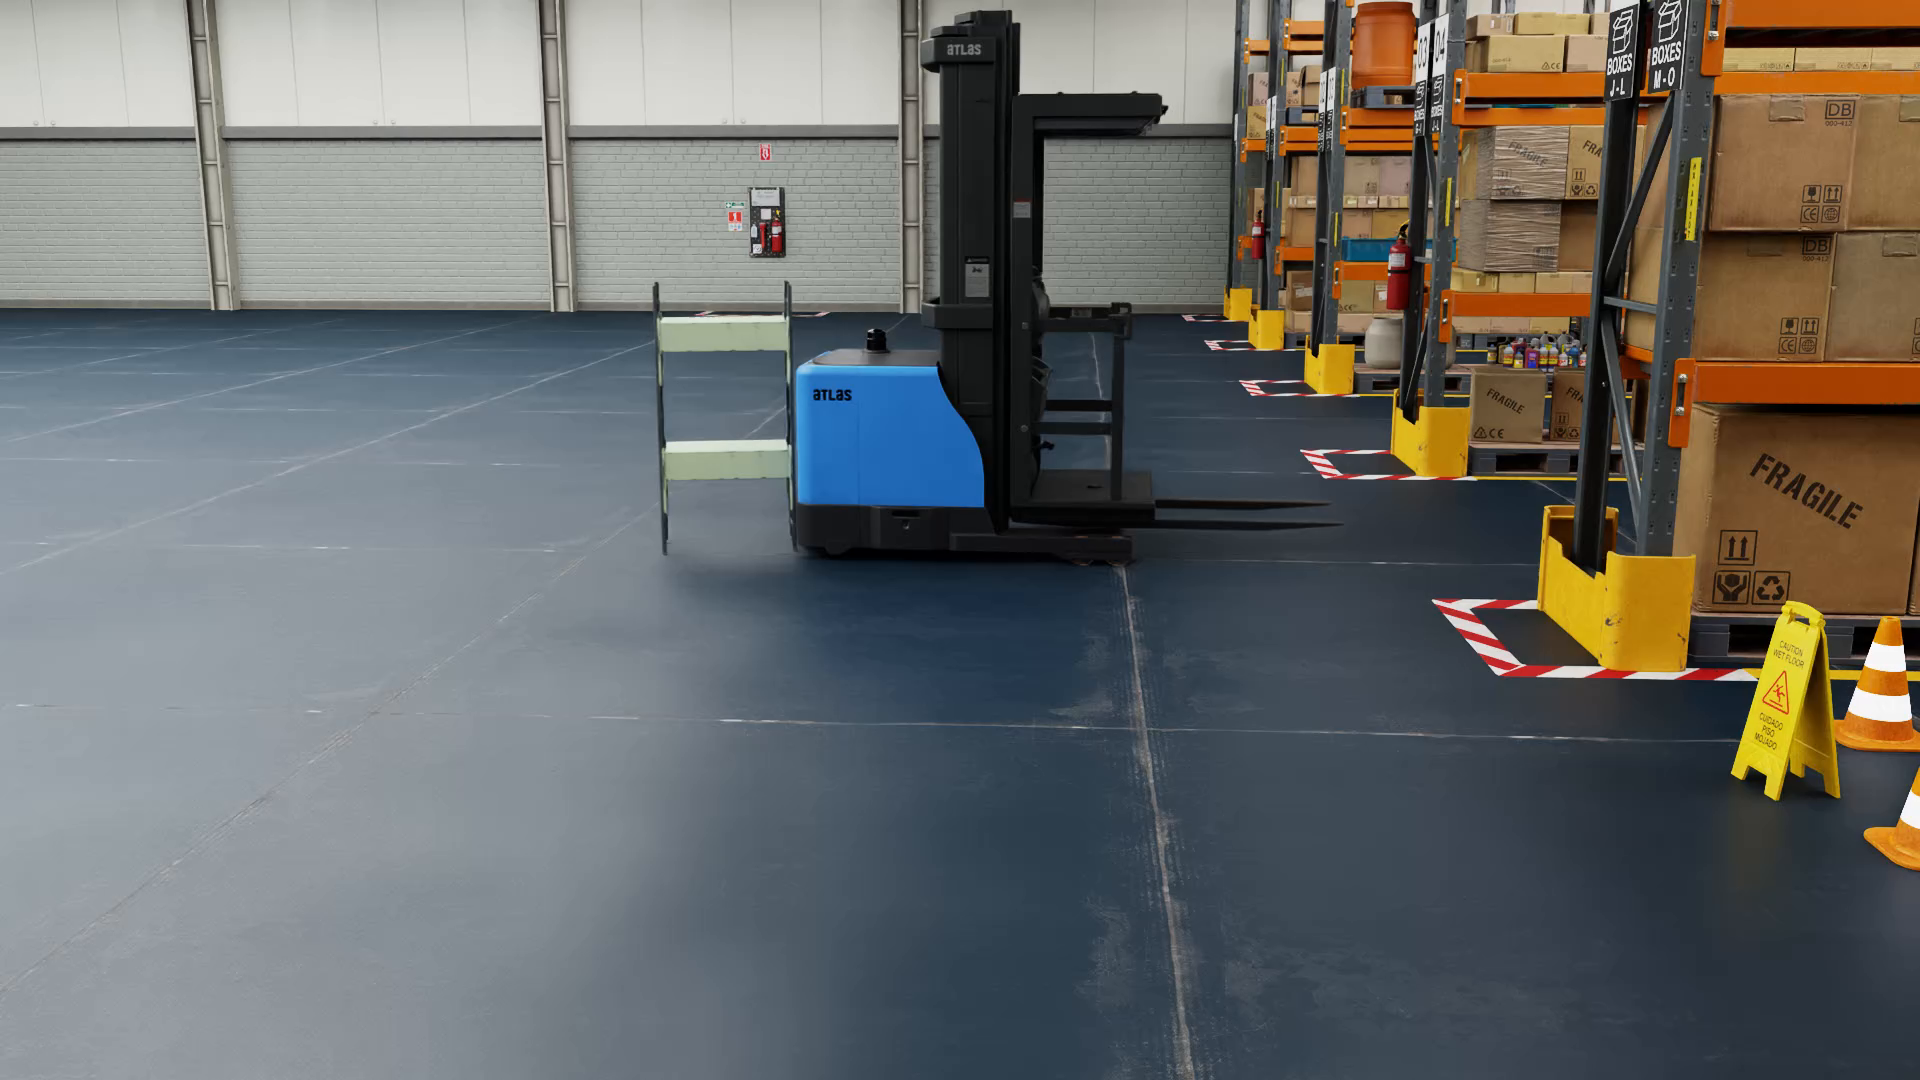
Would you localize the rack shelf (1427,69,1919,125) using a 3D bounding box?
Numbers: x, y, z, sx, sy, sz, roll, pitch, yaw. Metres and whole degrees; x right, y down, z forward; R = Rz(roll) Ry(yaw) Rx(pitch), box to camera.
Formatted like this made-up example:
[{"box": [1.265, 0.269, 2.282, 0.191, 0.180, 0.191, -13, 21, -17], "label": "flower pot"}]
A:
[{"box": [5.425, -3.126, 11.817, 4.000, 0.370, 1.077, 1, 12, 4], "label": "rack shelf"}]

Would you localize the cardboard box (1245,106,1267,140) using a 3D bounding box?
[{"box": [4.740, -6.544, 26.109, 0.500, 0.500, 0.500, 1, 12, 5], "label": "cardboard box"}]

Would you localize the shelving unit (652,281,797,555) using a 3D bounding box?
[{"box": [-1.332, -0.702, 9.459, 0.755, 1.500, 0.431, -2, 12, -8], "label": "shelving unit"}]

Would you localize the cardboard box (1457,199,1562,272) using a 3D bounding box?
[{"box": [3.977, -2.219, 12.078, 0.500, 0.500, 0.875, 1, 12, 4], "label": "cardboard box"}]

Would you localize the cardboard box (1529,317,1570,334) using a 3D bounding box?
[{"box": [7.609, -2.828, 21.650, 0.500, 0.250, 0.500, 1, 12, 4], "label": "cardboard box"}]

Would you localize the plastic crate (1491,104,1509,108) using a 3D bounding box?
[{"box": [5.684, -4.545, 16.882, 0.575, 0.384, 0.392, 1, 12, 4], "label": "plastic crate"}]

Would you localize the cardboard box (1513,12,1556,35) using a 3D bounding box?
[{"box": [3.941, -3.553, 11.494, 0.250, 0.149, 0.380, 1, 12, 5], "label": "cardboard box"}]

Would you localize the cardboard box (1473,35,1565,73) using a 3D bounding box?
[{"box": [3.893, -3.373, 11.606, 0.500, 0.250, 0.500, 1, 12, 5], "label": "cardboard box"}]

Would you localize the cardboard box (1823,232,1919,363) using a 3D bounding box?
[{"box": [3.921, -1.100, 7.334, 0.550, 0.550, 0.875, 1, 12, 4], "label": "cardboard box"}]

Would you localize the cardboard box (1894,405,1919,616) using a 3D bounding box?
[{"box": [4.557, -0.184, 7.483, 0.875, 0.875, 0.875, 1, 12, 3], "label": "cardboard box"}]

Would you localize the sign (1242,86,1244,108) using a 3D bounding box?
[{"box": [4.387, -6.858, 25.768, 0.005, 0.325, 0.100, 1, 12, 4], "label": "sign"}]

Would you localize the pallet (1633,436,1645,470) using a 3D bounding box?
[{"box": [5.528, -0.636, 12.292, 1.213, 0.211, 1.003, 1, 12, 4], "label": "pallet"}]

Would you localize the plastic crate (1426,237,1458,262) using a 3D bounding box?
[{"box": [4.928, -3.021, 17.245, 0.408, 0.251, 0.499, 1, 12, 4], "label": "plastic crate"}]

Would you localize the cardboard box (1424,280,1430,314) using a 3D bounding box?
[{"box": [6.112, -3.214, 21.665, 0.500, 0.500, 0.500, 1, 12, 4], "label": "cardboard box"}]

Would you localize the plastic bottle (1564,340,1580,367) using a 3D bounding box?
[{"box": [6.377, -1.950, 17.343, 0.135, 0.276, 0.152, 1, 12, 4], "label": "plastic bottle"}]

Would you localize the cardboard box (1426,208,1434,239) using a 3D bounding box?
[{"box": [6.105, -4.080, 21.704, 0.500, 0.500, 0.700, 1, 12, 5], "label": "cardboard box"}]

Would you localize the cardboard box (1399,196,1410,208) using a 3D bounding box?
[{"box": [5.758, -4.361, 21.461, 0.250, 0.149, 0.380, 1, 12, 3], "label": "cardboard box"}]

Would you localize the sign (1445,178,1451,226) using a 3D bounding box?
[{"box": [3.394, -2.350, 11.563, 0.005, 0.325, 0.100, 1, 12, 4], "label": "sign"}]

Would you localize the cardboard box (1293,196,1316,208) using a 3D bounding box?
[{"box": [4.473, -4.378, 21.543, 0.250, 0.149, 0.380, 1, 12, 3], "label": "cardboard box"}]

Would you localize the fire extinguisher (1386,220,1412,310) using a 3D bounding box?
[{"box": [3.347, -2.095, 12.647, 0.183, 0.674, 0.296, 1, 12, 4], "label": "fire extinguisher"}]

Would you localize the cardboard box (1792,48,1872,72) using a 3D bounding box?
[{"box": [5.919, -3.345, 11.475, 0.500, 0.250, 0.500, 1, 12, 3], "label": "cardboard box"}]

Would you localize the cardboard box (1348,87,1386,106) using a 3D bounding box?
[{"box": [5.262, -5.768, 21.689, 0.500, 0.250, 0.500, 1, 12, 4], "label": "cardboard box"}]

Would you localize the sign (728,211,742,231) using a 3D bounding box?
[{"box": [-3.815, -5.410, 28.218, 0.234, 0.329, 0.001, 1, 12, 4], "label": "sign"}]

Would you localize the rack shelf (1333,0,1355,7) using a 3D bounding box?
[{"box": [5.756, -5.410, 16.388, 4.000, 0.370, 1.077, 1, 12, 4], "label": "rack shelf"}]

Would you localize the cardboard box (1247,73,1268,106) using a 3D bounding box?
[{"box": [4.791, -7.035, 26.010, 0.500, 0.500, 0.500, 0, 12, 0], "label": "cardboard box"}]

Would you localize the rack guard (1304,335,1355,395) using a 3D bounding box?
[{"box": [3.840, -1.834, 17.316, 0.348, 0.500, 1.175, 1, 12, 4], "label": "rack guard"}]

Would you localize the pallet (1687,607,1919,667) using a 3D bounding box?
[{"box": [3.801, 0.335, 7.654, 1.213, 0.211, 1.003, 1, 12, 4], "label": "pallet"}]

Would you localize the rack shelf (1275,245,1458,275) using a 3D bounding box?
[{"box": [6.091, -3.682, 21.799, 4.000, 0.370, 1.077, 1, 12, 4], "label": "rack shelf"}]

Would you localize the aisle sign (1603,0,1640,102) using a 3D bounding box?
[{"box": [2.947, -2.360, 7.375, 0.004, 0.787, 0.394, 1, 12, 4], "label": "aisle sign"}]

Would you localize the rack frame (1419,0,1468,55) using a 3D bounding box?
[{"box": [3.430, -4.974, 11.567, 0.127, 3.000, 1.000, 1, 12, 4], "label": "rack frame"}]

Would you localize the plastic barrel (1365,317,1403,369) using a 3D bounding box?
[{"box": [4.423, -2.044, 17.262, 0.421, 0.512, 0.421, 0, 12, 0], "label": "plastic barrel"}]

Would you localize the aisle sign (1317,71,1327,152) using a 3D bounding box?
[{"box": [3.709, -4.383, 17.047, 0.004, 0.787, 0.394, 1, 12, 4], "label": "aisle sign"}]

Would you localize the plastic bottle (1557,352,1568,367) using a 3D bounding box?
[{"box": [6.090, -1.799, 16.802, 0.097, 0.201, 0.097, 0, 12, 0], "label": "plastic bottle"}]

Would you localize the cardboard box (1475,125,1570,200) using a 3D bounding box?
[{"box": [3.960, -2.658, 11.736, 0.500, 0.500, 0.500, 1, 12, 4], "label": "cardboard box"}]

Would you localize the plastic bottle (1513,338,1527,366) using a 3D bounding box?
[{"box": [5.866, -1.969, 17.412, 0.133, 0.283, 0.061, 1, 12, 4], "label": "plastic bottle"}]

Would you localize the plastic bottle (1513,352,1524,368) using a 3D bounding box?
[{"box": [5.652, -1.805, 16.830, 0.097, 0.201, 0.097, 0, 12, 0], "label": "plastic bottle"}]

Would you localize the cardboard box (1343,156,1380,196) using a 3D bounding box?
[{"box": [5.138, -4.729, 21.637, 0.500, 0.500, 0.700, 0, 12, 2], "label": "cardboard box"}]

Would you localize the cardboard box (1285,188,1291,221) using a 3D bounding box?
[{"box": [5.372, -5.300, 26.264, 0.500, 0.500, 0.500, 1, 12, 4], "label": "cardboard box"}]

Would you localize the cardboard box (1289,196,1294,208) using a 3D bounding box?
[{"box": [4.490, -4.461, 21.940, 0.250, 0.149, 0.380, 1, 12, 3], "label": "cardboard box"}]

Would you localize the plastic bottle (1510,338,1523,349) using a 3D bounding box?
[{"box": [5.872, -1.987, 17.517, 0.135, 0.276, 0.152, 1, 12, 4], "label": "plastic bottle"}]

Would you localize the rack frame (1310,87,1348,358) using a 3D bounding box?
[{"box": [3.761, -3.049, 17.019, 0.127, 3.000, 1.000, 1, 12, 4], "label": "rack frame"}]

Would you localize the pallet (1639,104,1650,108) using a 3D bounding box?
[{"box": [7.026, -4.360, 16.421, 1.003, 0.211, 1.213, 1, 12, 4], "label": "pallet"}]

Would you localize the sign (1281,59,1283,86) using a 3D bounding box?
[{"box": [4.053, -5.883, 20.910, 0.005, 0.325, 0.100, 1, 12, 4], "label": "sign"}]

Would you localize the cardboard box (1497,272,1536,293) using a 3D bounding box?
[{"box": [3.947, -1.854, 11.921, 0.250, 0.149, 0.380, 1, 12, 4], "label": "cardboard box"}]

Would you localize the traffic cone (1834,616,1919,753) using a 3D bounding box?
[{"box": [3.433, 0.514, 6.182, 0.334, 0.463, 0.336, 1, 12, 4], "label": "traffic cone"}]

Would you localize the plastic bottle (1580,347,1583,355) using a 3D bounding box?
[{"box": [6.505, -1.947, 17.510, 0.097, 0.201, 0.097, 0, 12, 0], "label": "plastic bottle"}]

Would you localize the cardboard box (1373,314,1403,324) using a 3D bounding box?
[{"box": [5.614, -2.855, 21.780, 0.500, 0.250, 0.500, 1, 12, 4], "label": "cardboard box"}]

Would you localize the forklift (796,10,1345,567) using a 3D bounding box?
[{"box": [0.635, -1.403, 9.319, 3.031, 2.935, 1.130, 1, 12, 6], "label": "forklift"}]

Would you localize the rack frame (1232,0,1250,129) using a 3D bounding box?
[{"box": [4.423, -8.010, 26.080, 0.127, 3.000, 1.000, 1, 12, 4], "label": "rack frame"}]

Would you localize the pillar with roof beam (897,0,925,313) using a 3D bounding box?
[{"box": [-1.095, -7.379, 23.067, 0.400, 9.000, 9.100, 1, 12, 4], "label": "pillar with roof beam"}]

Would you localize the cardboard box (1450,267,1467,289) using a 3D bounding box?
[{"box": [3.728, -1.953, 12.390, 0.250, 0.149, 0.380, 1, 12, 4], "label": "cardboard box"}]

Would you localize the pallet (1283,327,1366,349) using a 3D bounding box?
[{"box": [4.861, -2.694, 22.132, 1.213, 0.211, 1.003, 1, 12, 4], "label": "pallet"}]

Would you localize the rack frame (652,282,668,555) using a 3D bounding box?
[{"box": [-1.694, -0.690, 9.406, 0.023, 1.500, 0.400, -2, 12, -8], "label": "rack frame"}]
